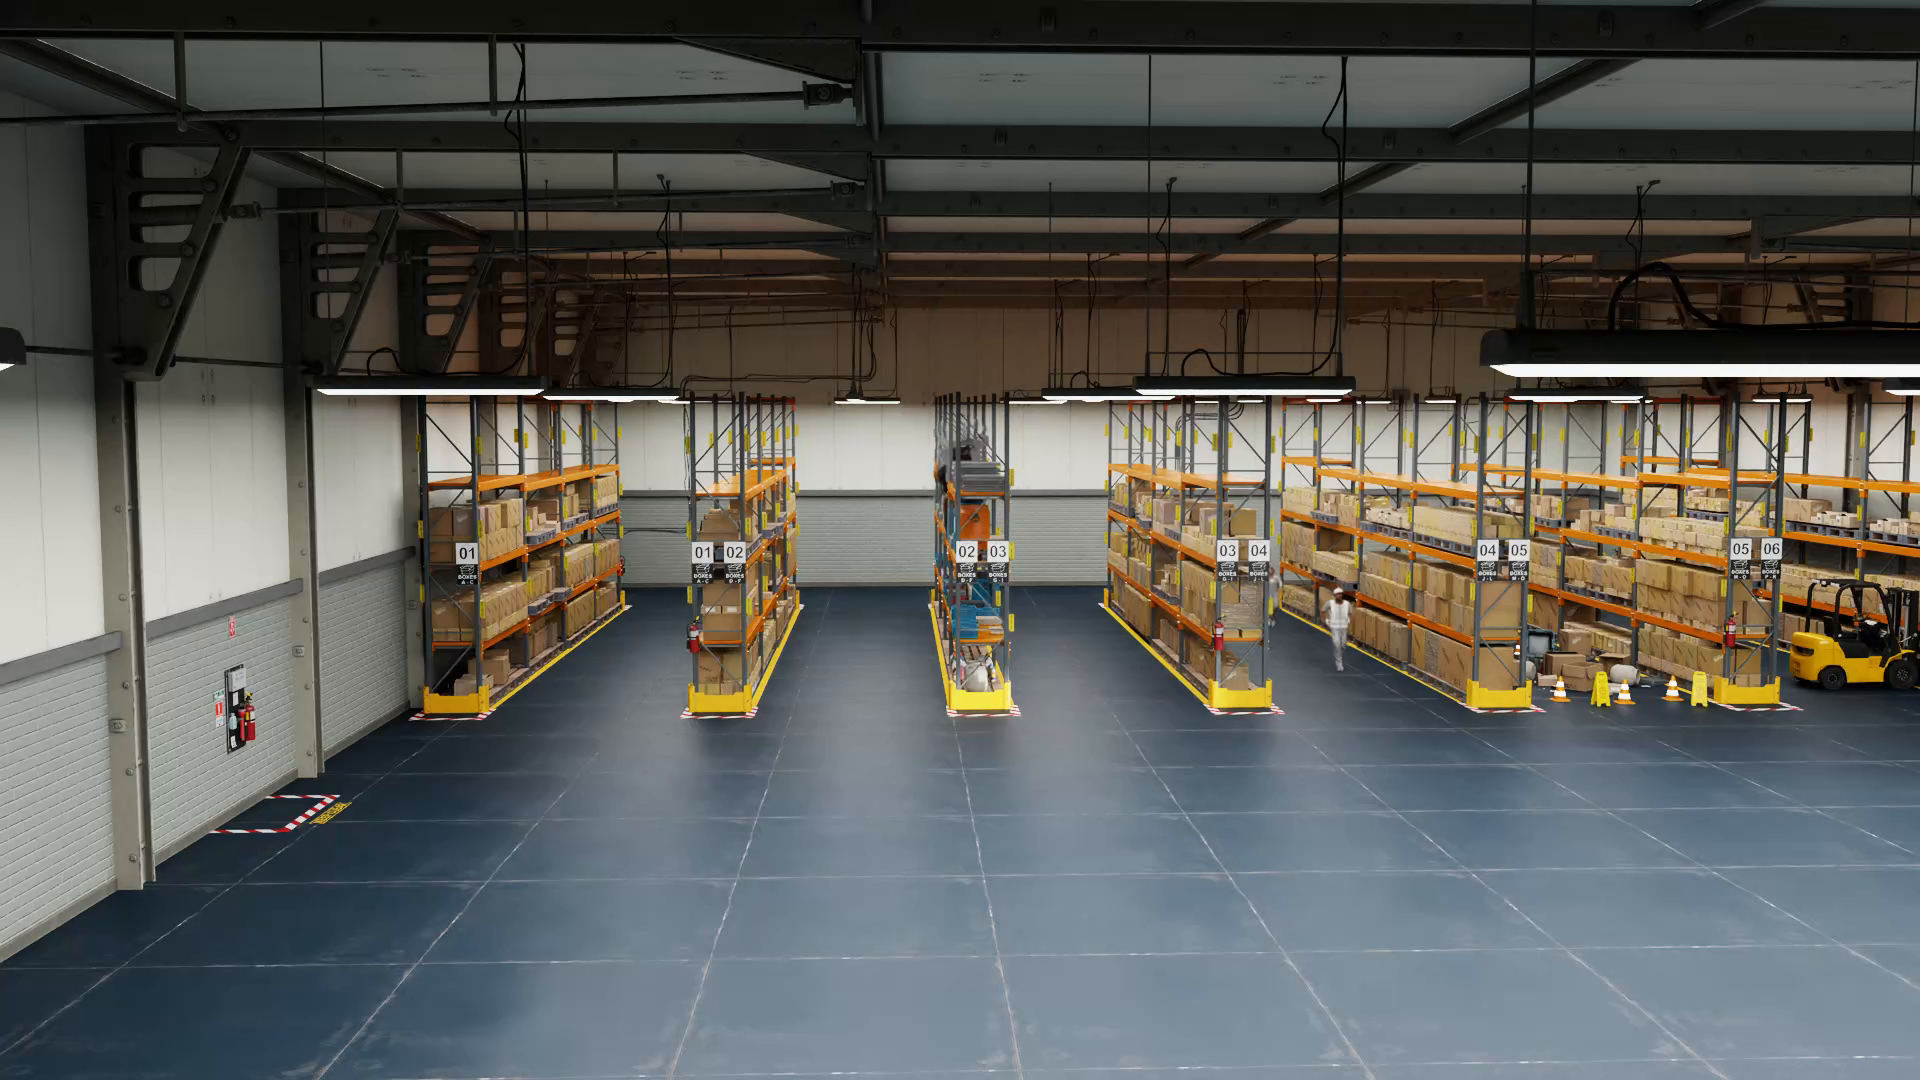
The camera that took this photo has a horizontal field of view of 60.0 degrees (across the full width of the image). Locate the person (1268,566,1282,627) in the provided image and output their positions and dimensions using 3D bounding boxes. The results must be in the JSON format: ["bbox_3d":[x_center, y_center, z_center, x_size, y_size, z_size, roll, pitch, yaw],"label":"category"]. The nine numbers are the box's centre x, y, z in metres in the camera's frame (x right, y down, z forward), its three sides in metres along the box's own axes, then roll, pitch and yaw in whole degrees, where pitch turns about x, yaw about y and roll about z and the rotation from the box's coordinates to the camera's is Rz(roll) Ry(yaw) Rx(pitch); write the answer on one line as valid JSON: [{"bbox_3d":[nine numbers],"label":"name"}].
[{"bbox_3d":[8.137,1.478,43.339,0.548,1.572,0.661,0,5,3],"label":"person"}]

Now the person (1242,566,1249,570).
[{"bbox_3d":[8.224,0.996,48.555,0.617,1.663,0.901,-4,6,-43],"label":"person"}]

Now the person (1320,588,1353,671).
[{"bbox_3d":[8.244,1.927,36.313,0.688,1.775,0.804,0,5,-5],"label":"person"}]
